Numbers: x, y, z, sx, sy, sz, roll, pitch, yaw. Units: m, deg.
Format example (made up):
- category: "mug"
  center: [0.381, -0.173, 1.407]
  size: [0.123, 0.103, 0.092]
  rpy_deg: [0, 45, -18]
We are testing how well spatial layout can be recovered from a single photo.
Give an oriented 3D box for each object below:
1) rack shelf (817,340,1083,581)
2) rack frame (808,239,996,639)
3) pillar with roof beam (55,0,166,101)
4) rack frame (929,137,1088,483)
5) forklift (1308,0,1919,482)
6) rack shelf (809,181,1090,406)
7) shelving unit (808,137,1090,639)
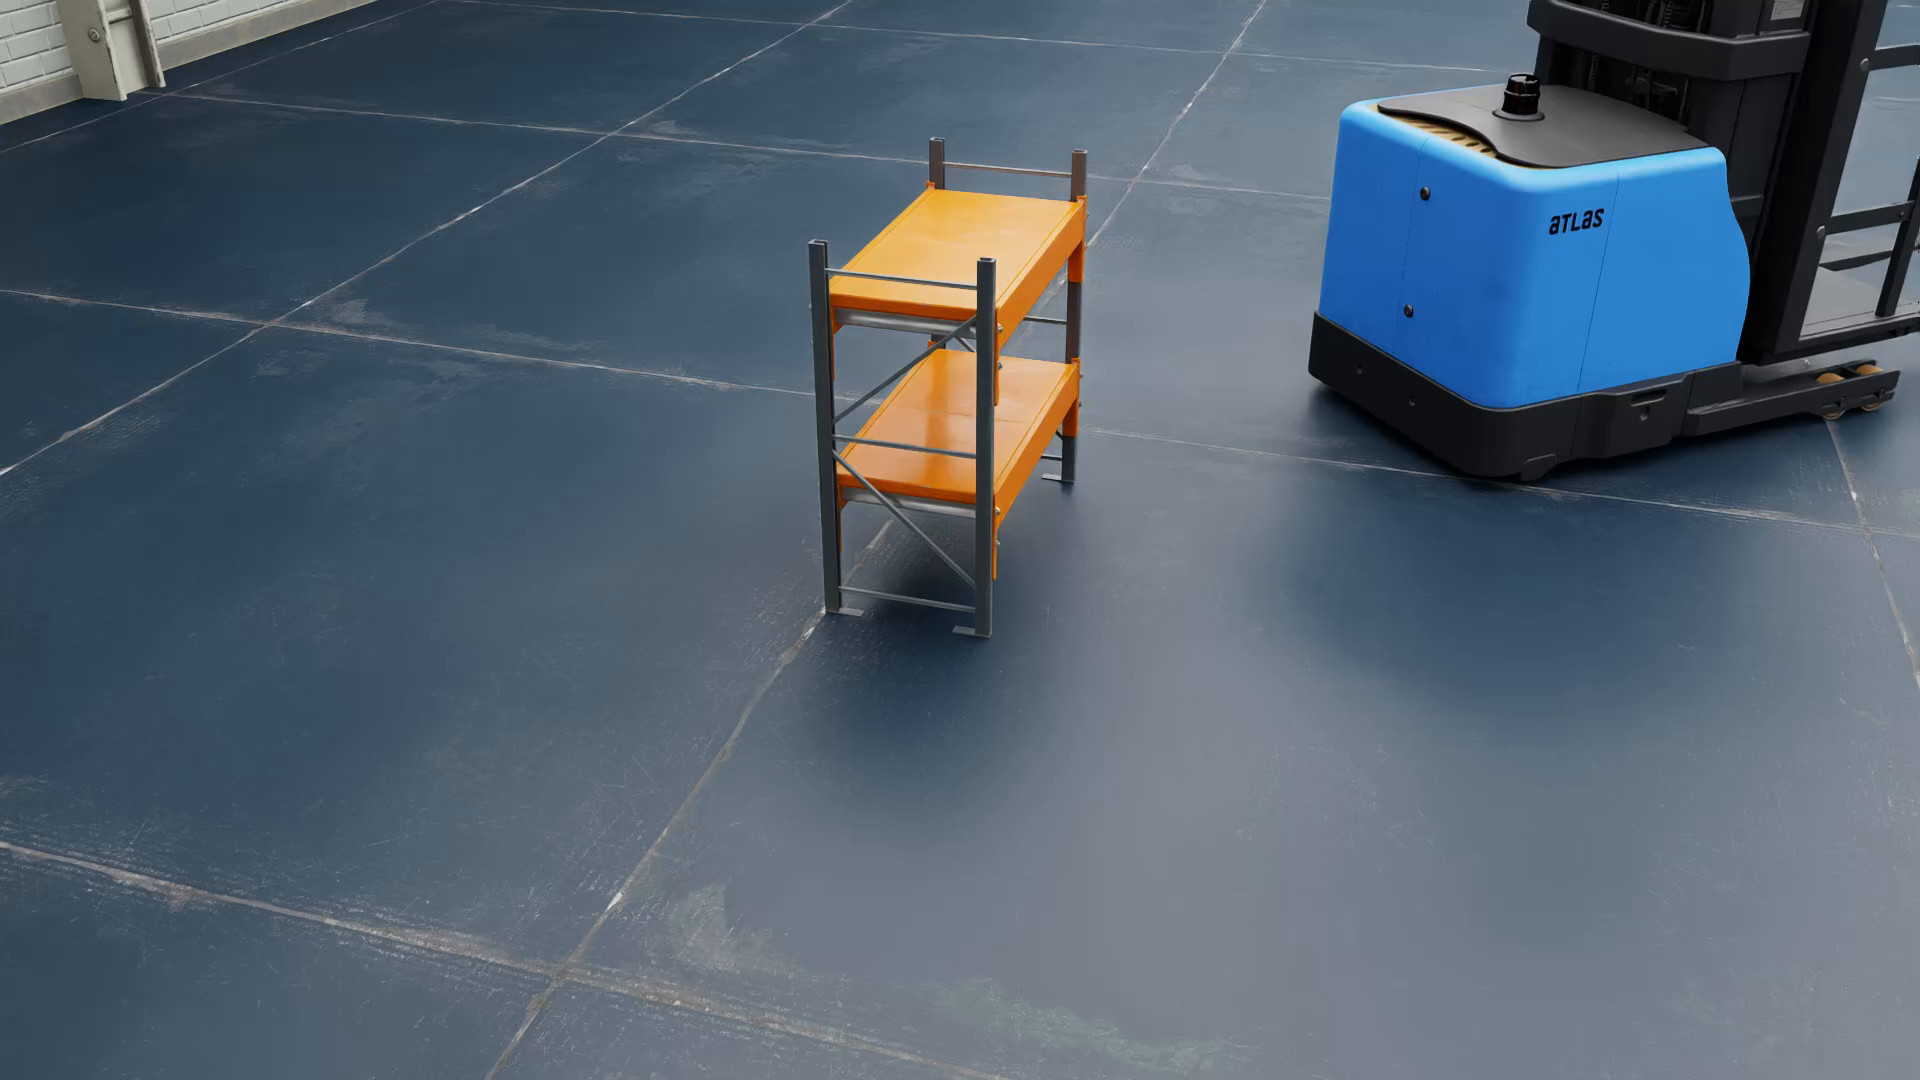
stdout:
- category: "rack shelf"
  center: [-0.002, -0.275, 5.090]
  size: [0.538, 0.278, 1.000]
  rpy_deg: [8, 30, 15]
- category: "rack frame"
  center: [-0.151, -0.252, 4.546]
  size: [0.500, 1.125, 0.032]
  rpy_deg: [8, 30, 15]
- category: "pillar with roof beam"
  center: [-1.017, -6.072, 6.909]
  size: [9.100, 9.000, 0.400]
  rpy_deg: [8, 30, 15]
- category: "rack frame"
  center: [0.147, -0.725, 5.396]
  size: [0.500, 1.125, 0.032]
  rpy_deg: [8, 30, 15]
- category: "forklift"
  center: [2.869, -1.938, 5.719]
  size: [3.031, 2.935, 1.130]
  rpy_deg: [-12, 31, -21]
- category: "rack shelf"
  center: [-0.002, -0.744, 4.829]
  size: [0.538, 0.278, 1.000]
  rpy_deg: [8, 30, 15]
- category: "shelving unit"
  center: [-0.002, -0.488, 4.971]
  size: [0.538, 1.125, 1.048]
  rpy_deg: [8, 30, 15]
